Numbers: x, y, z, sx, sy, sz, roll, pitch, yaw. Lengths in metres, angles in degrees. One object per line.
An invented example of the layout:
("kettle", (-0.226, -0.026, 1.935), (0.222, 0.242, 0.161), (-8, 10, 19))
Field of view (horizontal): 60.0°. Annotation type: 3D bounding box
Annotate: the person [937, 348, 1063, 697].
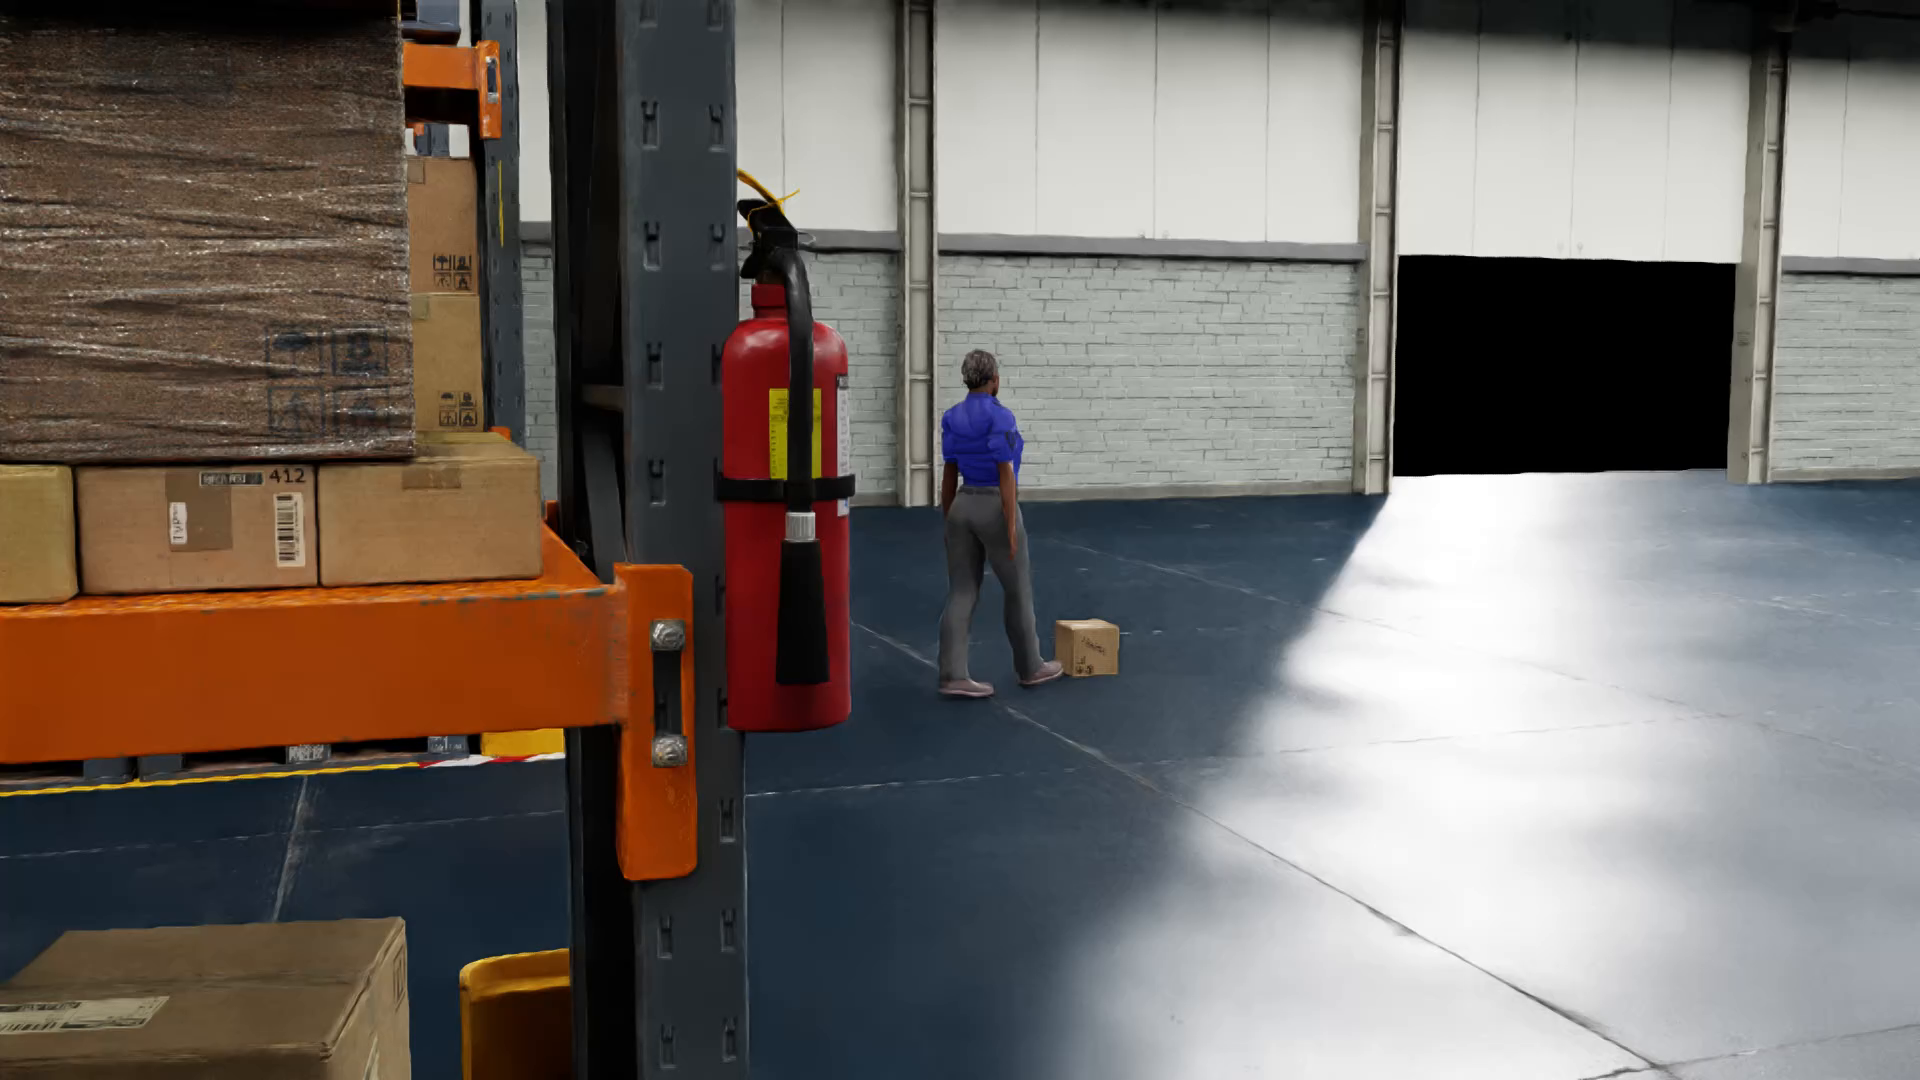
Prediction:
("person", (0.177, -0.093, 7.981), (0.465, 1.643, 0.744), (5, 8, 39))
